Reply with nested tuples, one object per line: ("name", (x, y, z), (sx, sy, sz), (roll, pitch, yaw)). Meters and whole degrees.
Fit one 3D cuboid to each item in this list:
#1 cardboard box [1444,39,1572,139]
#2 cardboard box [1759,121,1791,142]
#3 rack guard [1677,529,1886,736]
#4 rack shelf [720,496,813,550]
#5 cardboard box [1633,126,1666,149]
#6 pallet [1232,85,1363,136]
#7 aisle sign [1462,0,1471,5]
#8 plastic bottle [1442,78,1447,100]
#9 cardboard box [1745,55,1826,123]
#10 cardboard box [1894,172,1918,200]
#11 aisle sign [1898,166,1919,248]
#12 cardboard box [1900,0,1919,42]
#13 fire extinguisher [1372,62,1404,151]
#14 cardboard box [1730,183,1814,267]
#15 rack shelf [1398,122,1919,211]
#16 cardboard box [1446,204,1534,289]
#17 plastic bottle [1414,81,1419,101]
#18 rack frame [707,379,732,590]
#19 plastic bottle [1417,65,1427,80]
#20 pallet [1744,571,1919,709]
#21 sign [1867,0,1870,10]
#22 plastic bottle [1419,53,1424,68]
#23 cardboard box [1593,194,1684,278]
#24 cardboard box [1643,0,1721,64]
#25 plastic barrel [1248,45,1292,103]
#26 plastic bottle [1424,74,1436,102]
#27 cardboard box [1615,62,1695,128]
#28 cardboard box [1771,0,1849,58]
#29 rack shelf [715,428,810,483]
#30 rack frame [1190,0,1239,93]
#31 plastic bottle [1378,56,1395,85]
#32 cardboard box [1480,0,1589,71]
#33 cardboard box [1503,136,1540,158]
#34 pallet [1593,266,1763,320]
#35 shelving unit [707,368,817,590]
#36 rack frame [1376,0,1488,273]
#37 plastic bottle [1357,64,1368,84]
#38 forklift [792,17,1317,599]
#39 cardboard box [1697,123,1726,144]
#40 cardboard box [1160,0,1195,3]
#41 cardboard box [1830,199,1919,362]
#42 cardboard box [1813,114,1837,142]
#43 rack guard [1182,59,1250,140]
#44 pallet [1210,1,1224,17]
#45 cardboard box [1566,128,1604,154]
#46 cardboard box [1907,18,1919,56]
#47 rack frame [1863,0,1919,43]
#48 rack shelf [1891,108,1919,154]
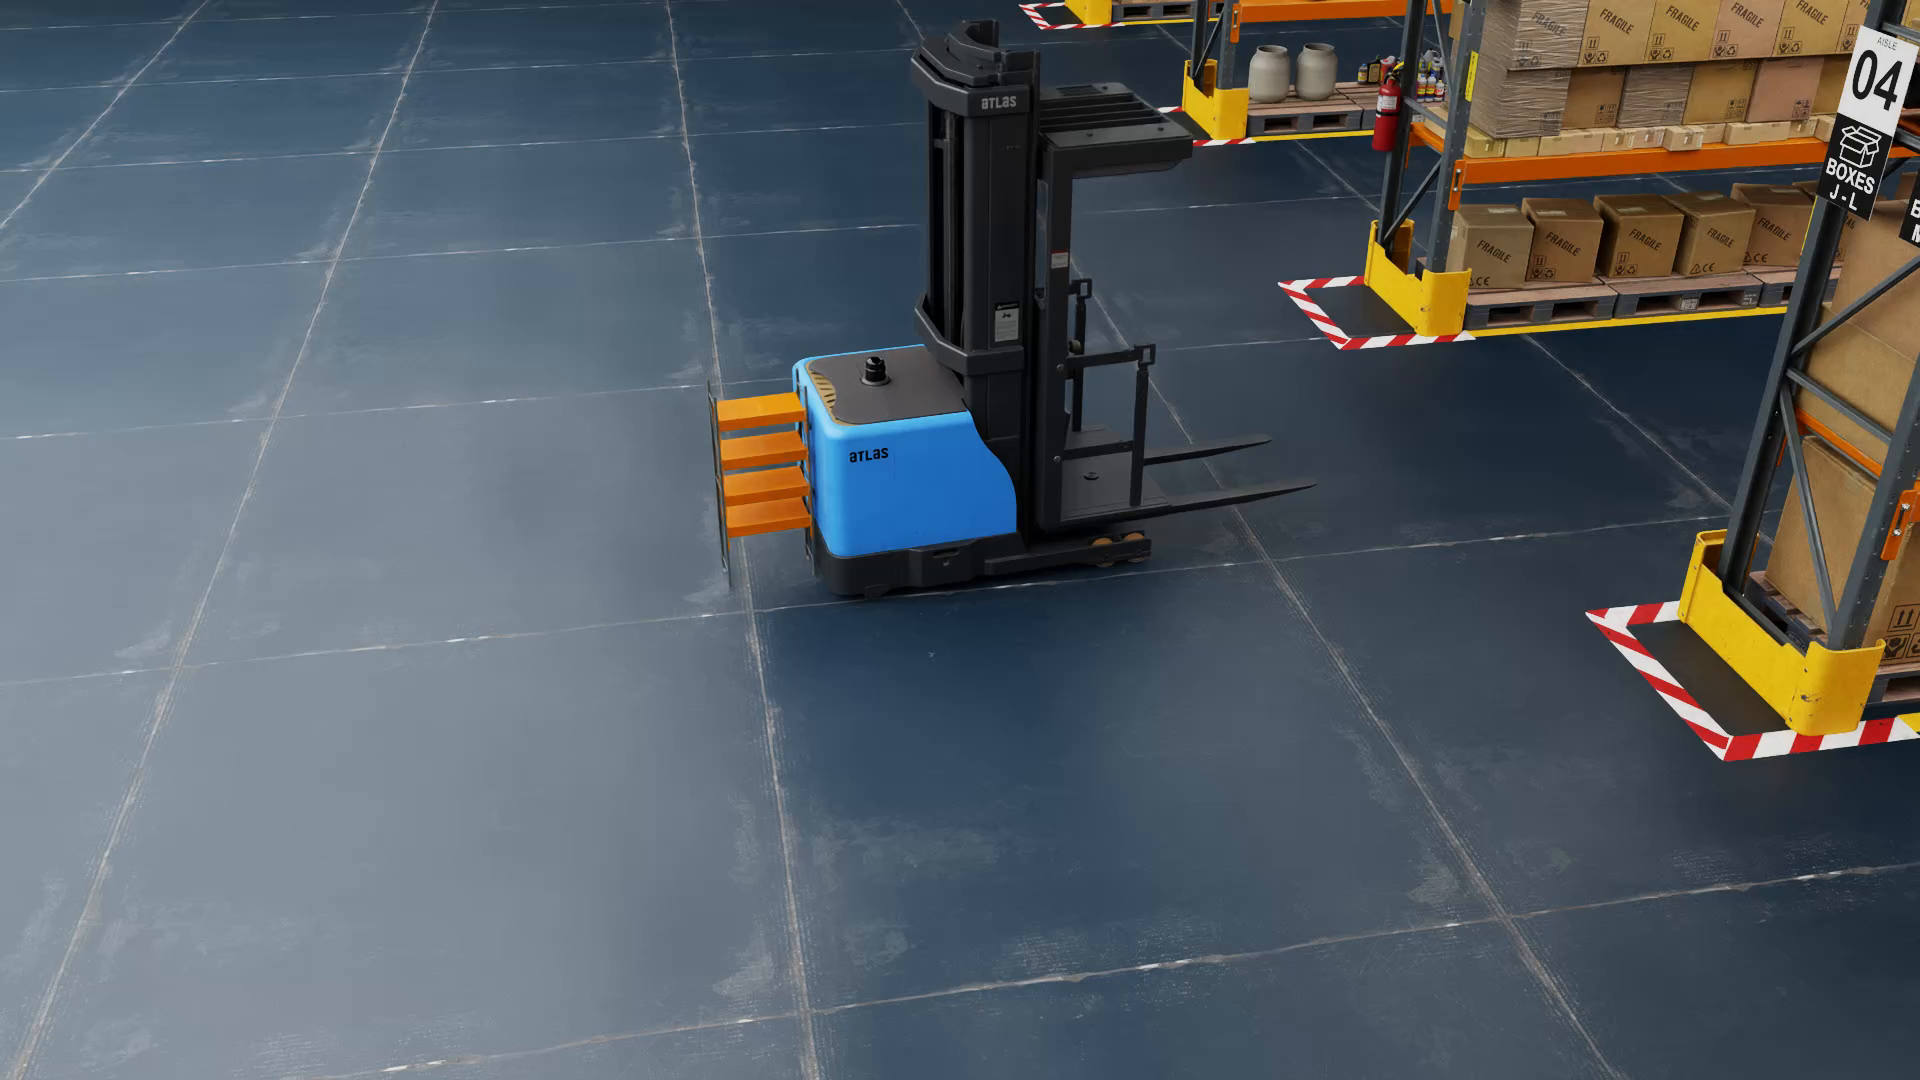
("cardboard box", (3.987, -3.317, 12.153), (0.500, 0.500, 0.875), (-5, 31, -9))
("cardboard box", (5.979, -3.110, 12.442), (0.250, 0.149, 0.380), (-5, 31, -9))
("rack guard", (4.212, 0.453, 8.601), (0.348, 0.500, 1.175), (-5, 31, -9))
("rack shelf", (-1.094, -0.102, 9.378), (0.480, 0.148, 0.258), (-9, 32, -14))
("cardboard box", (4.993, -3.025, 12.298), (0.250, 0.149, 0.380), (-5, 31, -9))
("pallet", (3.416, -4.478, 17.272), (1.213, 0.211, 1.003), (-5, 31, -9))
("aisle sign", (3.435, -4.074, 11.269), (0.004, 0.787, 0.394), (-5, 31, -9))
("plastic bottle", (5.024, -4.661, 17.089), (0.097, 0.271, 0.097), (0, 30, 0))
("cardboard box", (5.950, -3.511, 12.484), (0.500, 0.500, 0.875), (-5, 31, -9))
("cardboard box", (7.984, -2.631, 13.412), (0.500, 0.500, 0.700), (-8, 31, -13))
("aisle sign", (4.220, -1.591, 7.046), (0.004, 0.787, 0.394), (-5, 31, -9))
("cardboard box", (6.983, -3.898, 12.156), (0.500, 0.500, 0.500), (-5, 31, -9))
("fire extinguisher", (3.246, -3.295, 12.585), (0.183, 0.674, 0.296), (-5, 31, -9))
("cardboard box", (6.413, -2.505, 13.217), (0.500, 0.500, 0.500), (4, 31, 7))
("rack shelf", (5.409, -2.981, 12.685), (4.000, 0.370, 1.077), (-5, 31, -9))
("cardboard box", (4.059, -2.261, 12.802), (0.500, 0.500, 0.500), (0, 30, 0))
("plastic bottle", (4.615, -4.619, 17.006), (0.133, 0.283, 0.061), (-5, 31, -8))
("rack frame", (-1.328, -0.296, 9.184), (0.015, 1.200, 0.240), (-9, 32, -14))
("plastic bottle", (4.893, -4.931, 17.617), (0.097, 0.201, 0.097), (0, 30, 0))
("pallet", (5.008, 0.464, 8.868), (1.213, 0.211, 1.003), (-5, 31, -9))
("sign", (4.151, -2.539, 7.468), (0.005, 0.325, 0.100), (-5, 31, -9))
("plastic bottle", (4.828, -5.051, 17.675), (0.185, 0.351, 0.144), (-4, 31, -7))
("cardboard box", (5.260, -2.380, 13.005), (0.500, 0.500, 0.500), (-3, 31, -4))
("cardboard box", (5.016, -3.714, 11.843), (0.500, 0.500, 0.500), (-5, 31, -9))
("plastic barrel", (3.183, -4.785, 17.083), (0.421, 0.512, 0.421), (0, 30, 0))
("plastic bottle", (4.824, -4.642, 17.058), (0.097, 0.271, 0.097), (0, 30, 0))
("cardboard box", (4.957, -3.446, 12.374), (0.500, 0.500, 0.875), (-5, 31, -9))
("cardboard box", (5.999, -3.807, 12.000), (0.500, 0.500, 0.500), (-5, 31, -9))
("rack shelf", (-1.094, -0.466, 9.164), (0.480, 0.148, 0.258), (-9, 32, -14))
("rack frame", (2.549, -5.578, 16.392), (0.127, 3.000, 1.000), (-5, 31, -9))
("plastic bottle", (4.530, -4.989, 17.643), (0.135, 0.276, 0.152), (-5, 31, -9))
("cardboard box", (4.032, -3.625, 11.692), (0.500, 0.500, 0.500), (-5, 31, -9))
("cardboard box", (4.014, -2.921, 12.120), (0.250, 0.149, 0.380), (-5, 31, -9))
("pallet", (5.519, -2.080, 13.193), (1.213, 0.211, 1.003), (-5, 31, -9))
("shelving unit", (-1.094, -0.331, 9.243), (0.503, 1.200, 0.258), (-9, 32, -14))
("rack frame", (3.441, -3.109, 12.192), (0.127, 3.000, 1.000), (-5, 31, -9))
("plastic bottle", (4.277, -4.948, 17.646), (0.097, 0.201, 0.097), (0, 30, 0))
("forklift", (0.605, -1.354, 9.276), (3.031, 2.935, 1.130), (-9, 32, -14))
("cardboard box", (5.480, -3.085, 12.400), (0.250, 0.149, 0.380), (-5, 31, -9))
("cardboard box", (2.720, -7.029, 21.158), (0.500, 0.250, 0.500), (-5, 31, -9))
("cardboard box", (4.607, -1.171, 7.684), (0.550, 0.550, 0.875), (-5, 31, -9))
("cardboard box", (6.487, -3.110, 12.442), (0.250, 0.149, 0.380), (-5, 31, -9))
("rack guard", (2.616, -4.531, 17.077), (0.348, 0.500, 1.175), (-5, 31, -9))
("pallet", (3.603, -7.047, 21.640), (1.213, 0.211, 1.003), (-5, 31, -9))
("cardboard box", (4.505, -2.969, 12.203), (0.250, 0.149, 0.380), (-5, 31, -9))
("cardboard box", (4.501, -2.235, 7.481), (0.250, 0.149, 0.380), (-5, 31, -9))
("rack frame", (4.235, -3.213, 6.450), (0.127, 3.000, 1.000), (-5, 31, -9))
("rack shelf", (6.203, -1.792, 7.703), (4.000, 0.370, 1.077), (-5, 31, -9))
